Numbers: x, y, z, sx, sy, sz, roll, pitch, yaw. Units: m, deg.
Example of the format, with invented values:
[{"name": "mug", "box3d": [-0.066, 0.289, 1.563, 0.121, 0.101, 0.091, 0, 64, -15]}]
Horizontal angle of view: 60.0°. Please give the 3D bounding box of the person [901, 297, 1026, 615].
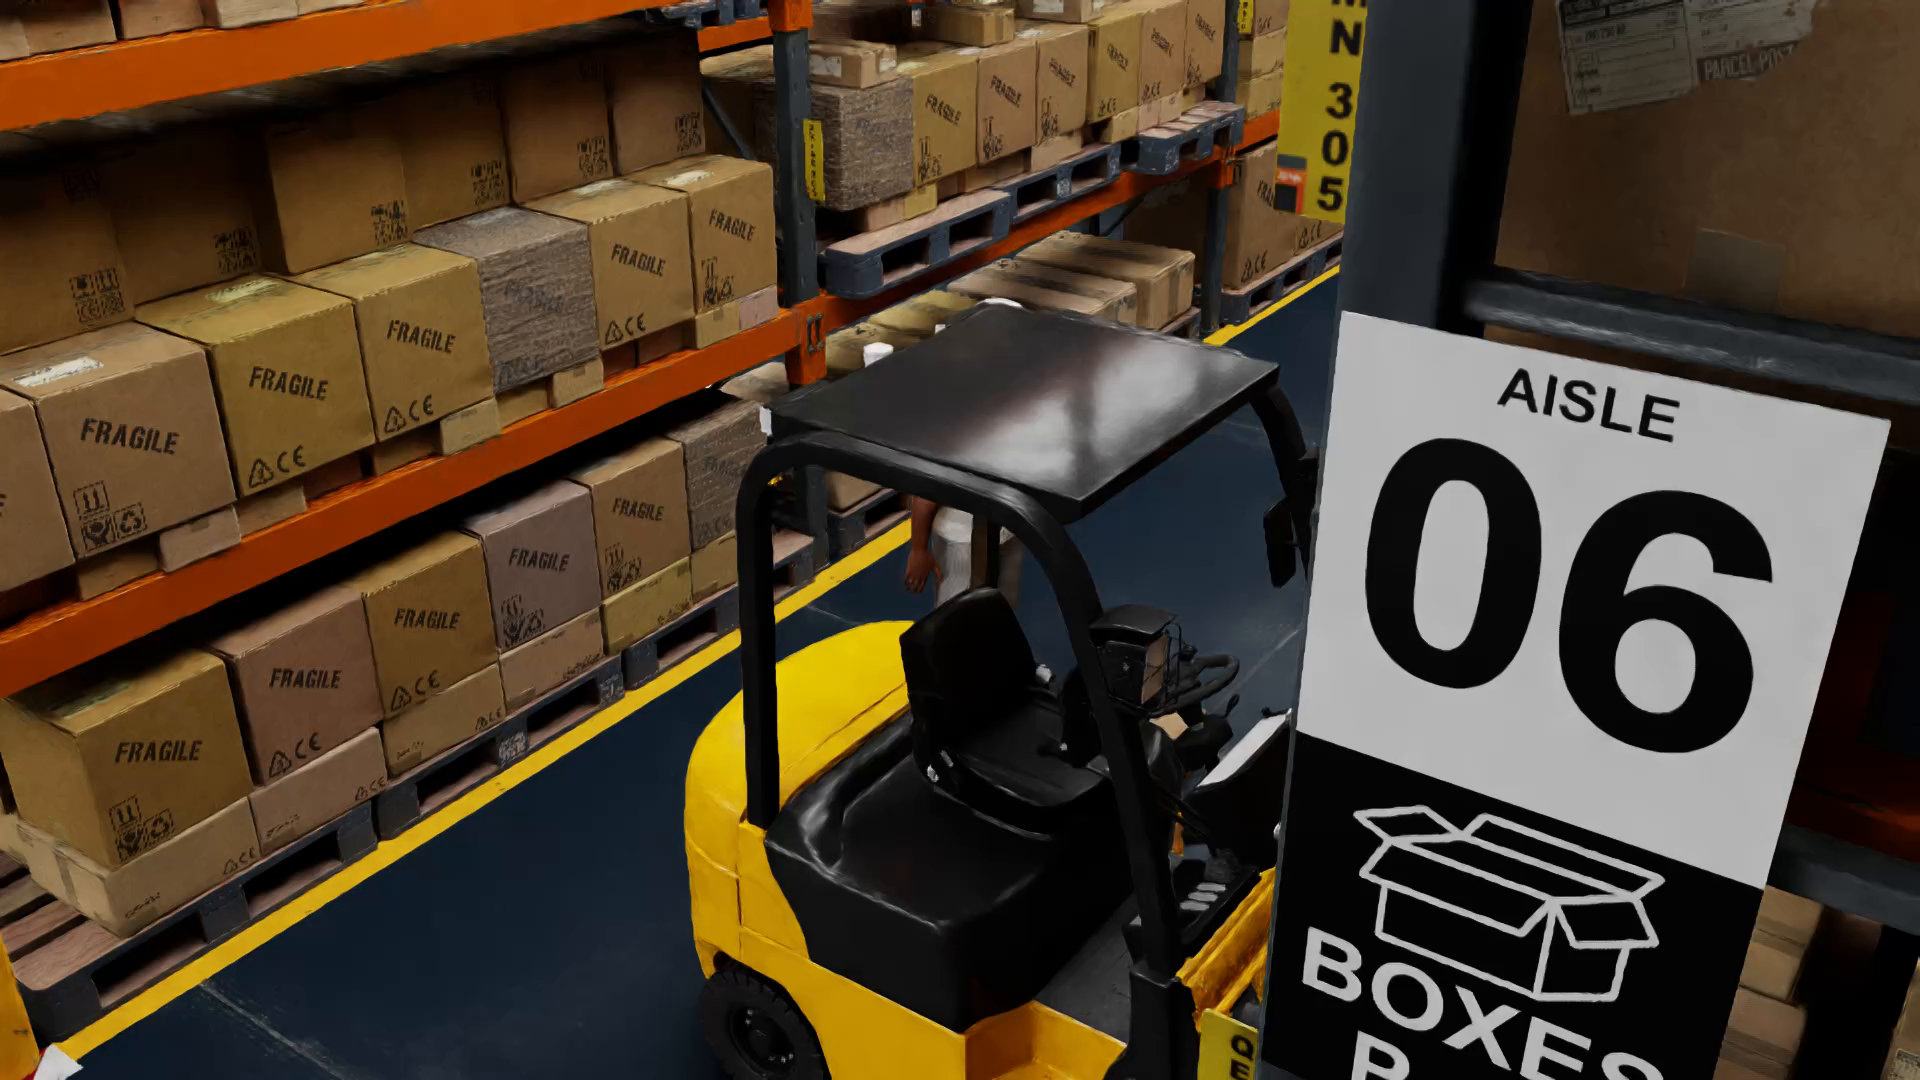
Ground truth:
[{"name": "person", "box3d": [0.095, -0.001, 6.120, 0.683, 1.768, 0.555, -24, 35, -39]}]
